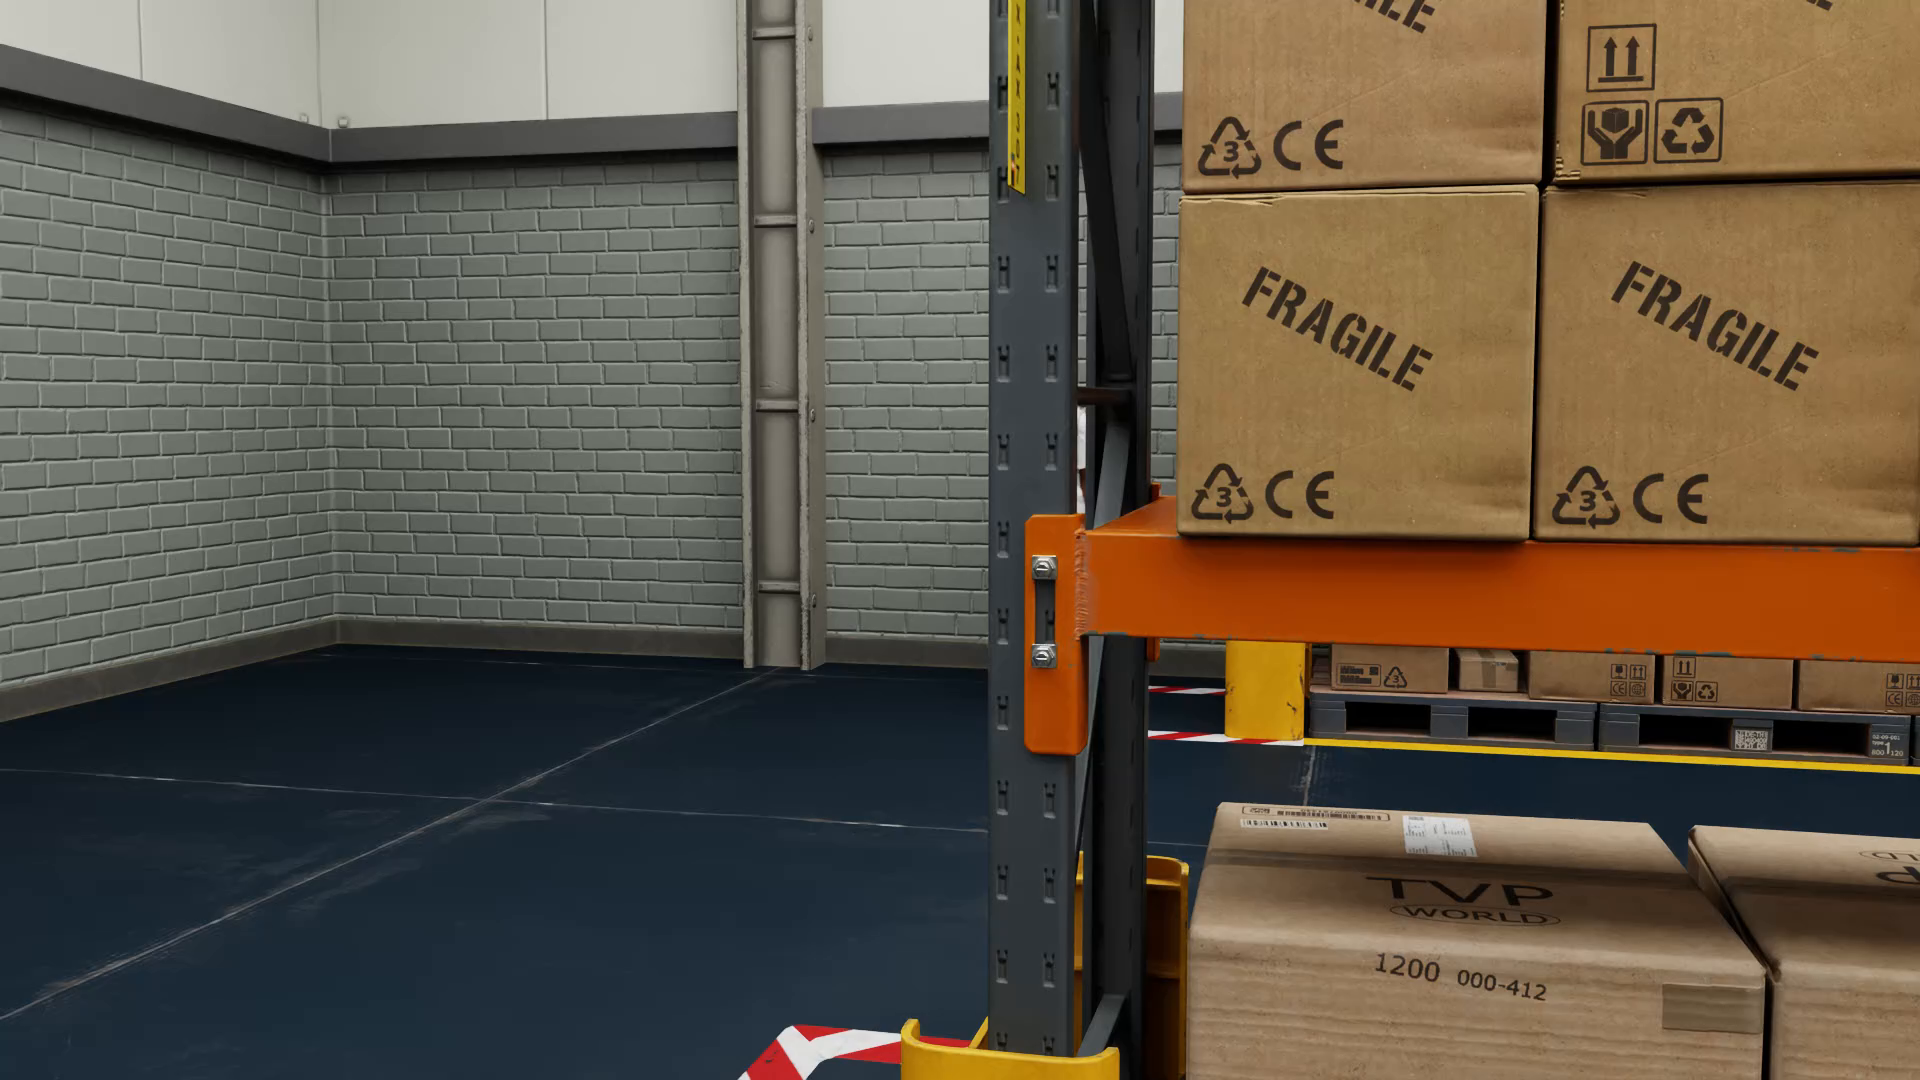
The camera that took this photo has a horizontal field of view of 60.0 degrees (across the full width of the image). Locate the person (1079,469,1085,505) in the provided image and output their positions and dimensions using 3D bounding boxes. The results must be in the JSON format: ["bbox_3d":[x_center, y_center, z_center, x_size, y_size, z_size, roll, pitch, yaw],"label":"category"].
[{"bbox_3d":[0.432,-0.090,8.324,0.560,1.664,0.301,2,5,23],"label":"person"}]
